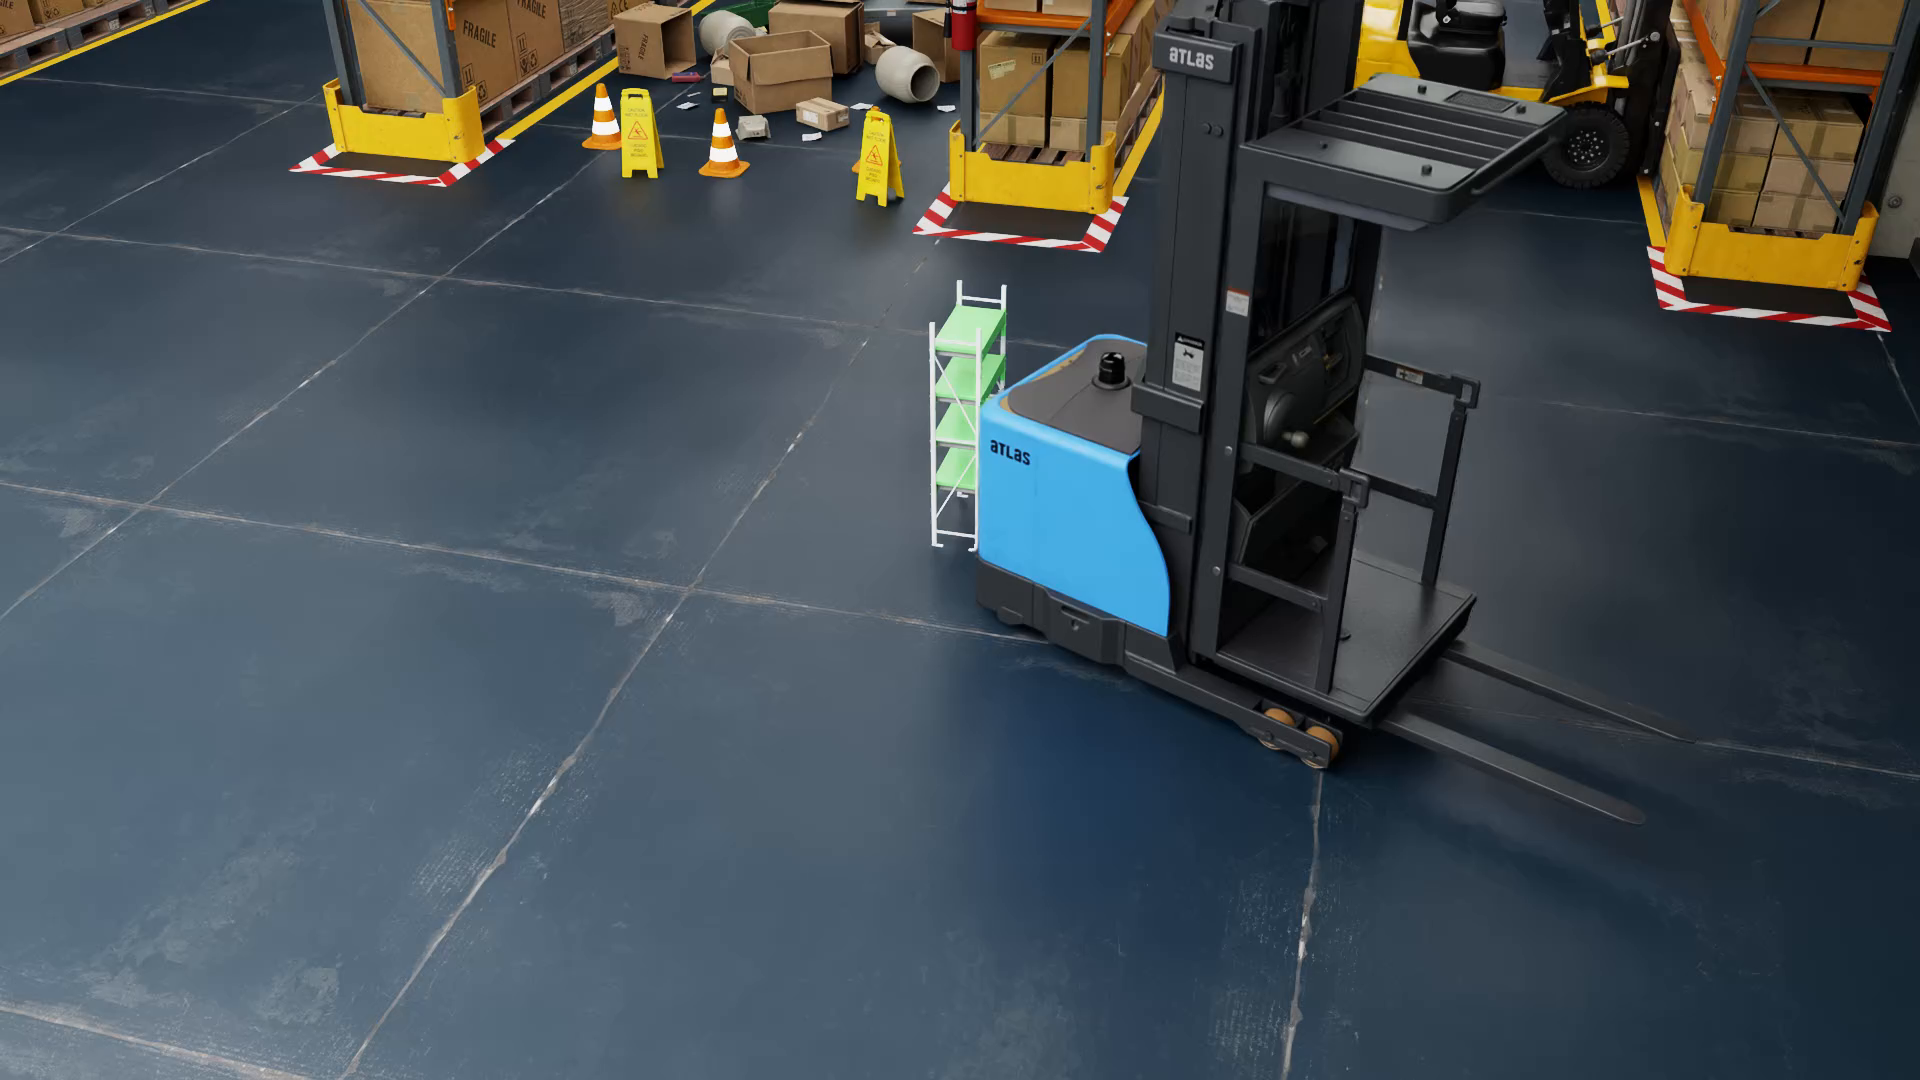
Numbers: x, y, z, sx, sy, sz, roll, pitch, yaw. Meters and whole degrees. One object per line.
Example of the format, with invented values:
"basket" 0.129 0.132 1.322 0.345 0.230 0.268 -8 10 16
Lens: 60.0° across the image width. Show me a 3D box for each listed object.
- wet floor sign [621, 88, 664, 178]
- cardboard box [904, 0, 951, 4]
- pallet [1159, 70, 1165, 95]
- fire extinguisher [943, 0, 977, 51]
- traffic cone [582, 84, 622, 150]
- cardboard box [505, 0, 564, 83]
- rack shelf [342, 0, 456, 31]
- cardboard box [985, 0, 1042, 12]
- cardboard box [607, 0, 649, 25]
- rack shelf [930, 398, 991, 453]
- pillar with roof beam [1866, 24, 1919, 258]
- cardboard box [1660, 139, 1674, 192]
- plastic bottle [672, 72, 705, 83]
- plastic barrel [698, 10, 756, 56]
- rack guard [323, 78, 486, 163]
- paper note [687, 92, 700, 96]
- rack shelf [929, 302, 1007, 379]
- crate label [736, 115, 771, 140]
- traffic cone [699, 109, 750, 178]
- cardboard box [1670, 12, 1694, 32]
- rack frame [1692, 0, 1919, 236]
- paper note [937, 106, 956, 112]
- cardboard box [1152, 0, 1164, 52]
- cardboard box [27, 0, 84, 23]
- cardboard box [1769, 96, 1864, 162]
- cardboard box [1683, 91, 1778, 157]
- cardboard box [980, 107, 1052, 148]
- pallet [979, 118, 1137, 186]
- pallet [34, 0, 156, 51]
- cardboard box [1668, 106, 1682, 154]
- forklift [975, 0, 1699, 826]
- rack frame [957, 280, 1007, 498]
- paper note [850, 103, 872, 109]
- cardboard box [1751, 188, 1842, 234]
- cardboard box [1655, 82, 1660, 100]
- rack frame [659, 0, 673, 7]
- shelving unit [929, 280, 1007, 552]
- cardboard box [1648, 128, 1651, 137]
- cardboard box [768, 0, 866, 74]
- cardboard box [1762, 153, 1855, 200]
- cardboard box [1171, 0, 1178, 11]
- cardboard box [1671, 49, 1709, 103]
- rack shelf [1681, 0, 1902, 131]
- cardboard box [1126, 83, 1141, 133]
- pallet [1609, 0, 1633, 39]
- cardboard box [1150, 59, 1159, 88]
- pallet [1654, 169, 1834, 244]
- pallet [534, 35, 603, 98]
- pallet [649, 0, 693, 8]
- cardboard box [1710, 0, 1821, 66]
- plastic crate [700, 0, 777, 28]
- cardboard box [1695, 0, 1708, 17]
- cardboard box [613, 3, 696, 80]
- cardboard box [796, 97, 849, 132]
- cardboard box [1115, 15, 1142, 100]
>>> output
"wet floor sign" -2.405 -3.068 12.474 0.267 0.644 0.232 3 33 4
"cardboard box" -0.214 -5.292 15.402 0.500 0.500 0.500 8 33 12
"pallet" 1.379 -4.270 14.770 1.003 0.211 1.213 8 33 12
"fire extinguisher" 0.026 -3.695 11.339 0.296 0.674 0.183 8 33 12
"traffic cone" -2.805 -3.358 13.100 0.336 0.463 0.334 8 33 12
"cardboard box" -3.984 -4.444 14.034 0.875 0.875 0.875 8 33 12
"rack shelf" -3.806 -5.080 14.116 1.077 0.370 4.000 8 33 12
"cardboard box" 0.388 -3.842 11.731 0.380 0.149 0.250 9 34 14
"cardboard box" -3.525 -5.386 15.515 0.875 0.875 0.875 9 33 13
"rack shelf" 0.042 -0.538 8.098 0.258 0.148 0.480 8 33 12
"pillar with roof beam" 2.187 -6.407 9.941 9.100 9.000 0.400 8 33 12
"cardboard box" 5.252 -2.611 11.733 0.500 0.250 0.500 8 33 12
"plastic bottle" -2.378 -4.054 14.569 0.283 0.061 0.133 -3 33 -4
"plastic barrel" -2.102 -4.537 14.992 0.421 0.421 0.512 -21 38 -29
"rack guard" -4.319 -3.279 12.941 1.175 0.500 0.348 8 33 12
"paper note" -2.279 -3.819 14.248 0.032 0.001 0.123 28 42 36
"rack shelf" 0.042 -0.943 7.840 0.258 0.148 0.480 8 33 12
"crate label" -1.659 -3.306 13.323 0.250 0.136 0.298 -8 33 -13
"traffic cone" -1.798 -3.027 12.581 0.336 0.463 0.334 8 33 12
"cardboard box" 5.637 -3.833 12.723 0.500 0.250 0.500 9 34 14
"rack frame" 5.303 -3.051 10.253 1.000 3.000 0.127 8 33 12
"paper note" -0.112 -3.618 13.912 0.142 0.019 0.148 -3 33 -4
"cardboard box" 1.369 -4.261 13.629 0.500 0.500 0.500 10 34 15
"cardboard box" -8.615 -5.155 15.502 0.500 0.500 0.500 11 34 17
"cardboard box" 5.608 -2.713 10.961 0.500 0.250 0.500 8 33 12
"cardboard box" 5.118 -2.771 11.052 0.500 0.250 0.500 9 34 14
"cardboard box" 0.451 -3.210 12.675 0.500 0.250 0.500 8 33 12
"pallet" 0.760 -3.004 12.779 1.003 0.211 1.213 8 33 12
"pallet" -8.514 -4.984 15.894 1.003 0.211 1.213 8 33 12
"cardboard box" 5.261 -2.832 11.615 0.500 0.250 0.500 8 33 12
"forklift" 1.543 -0.629 6.508 3.031 2.935 1.130 23 39 31
"rack frame" 0.104 -0.719 8.262 0.240 1.200 0.015 8 33 12
"paper note" -0.824 -3.649 13.972 0.148 0.019 0.142 20 38 29
"cardboard box" 5.616 -2.296 11.237 0.500 0.250 0.500 8 33 13
"cardboard box" 5.503 -3.362 12.449 0.500 0.250 0.500 8 33 12
"rack frame" -3.298 -6.422 15.556 1.000 3.000 0.127 8 33 12
"shelving unit" 0.042 -0.592 8.063 0.258 1.200 0.503 8 33 12
"cardboard box" 5.497 -3.142 12.568 0.500 0.250 0.500 9 34 14
"cardboard box" -1.273 -4.471 14.687 0.797 0.637 0.503 8 33 12
"cardboard box" 5.623 -2.494 11.083 0.500 0.250 0.500 9 33 13
"cardboard box" 1.625 -4.790 14.461 0.500 0.500 0.500 8 33 12
"cardboard box" 5.360 -3.300 11.884 0.500 0.250 0.500 8 33 13
"rack shelf" 5.810 -3.785 12.078 1.077 0.370 4.000 8 33 12
"cardboard box" 1.110 -3.386 12.952 0.500 0.250 0.500 9 34 14
"pallet" 6.775 -4.972 15.875 1.003 0.211 1.213 8 33 12
"cardboard box" 1.367 -3.933 13.812 0.500 0.250 0.500 9 33 13
"pallet" 5.456 -2.277 11.634 1.003 0.211 1.213 8 33 12
"pallet" -3.874 -4.226 14.701 1.003 0.211 1.213 8 33 12
"pallet" -3.175 -5.656 16.950 1.003 0.211 1.213 8 33 12
"cardboard box" 5.173 -3.384 10.684 0.500 0.500 0.500 7 33 11
"plastic crate" -2.075 -4.991 15.872 0.662 0.188 0.450 -28 32 -37
"cardboard box" 5.444 -3.918 11.524 0.500 0.500 0.500 7 33 11
"cardboard box" -2.699 -4.423 14.739 0.500 0.500 0.500 14 35 21
"cardboard box" -1.121 -3.476 13.580 0.380 0.149 0.250 28 42 36
"cardboard box" 1.107 -3.723 12.783 0.500 0.500 0.500 7 33 11
